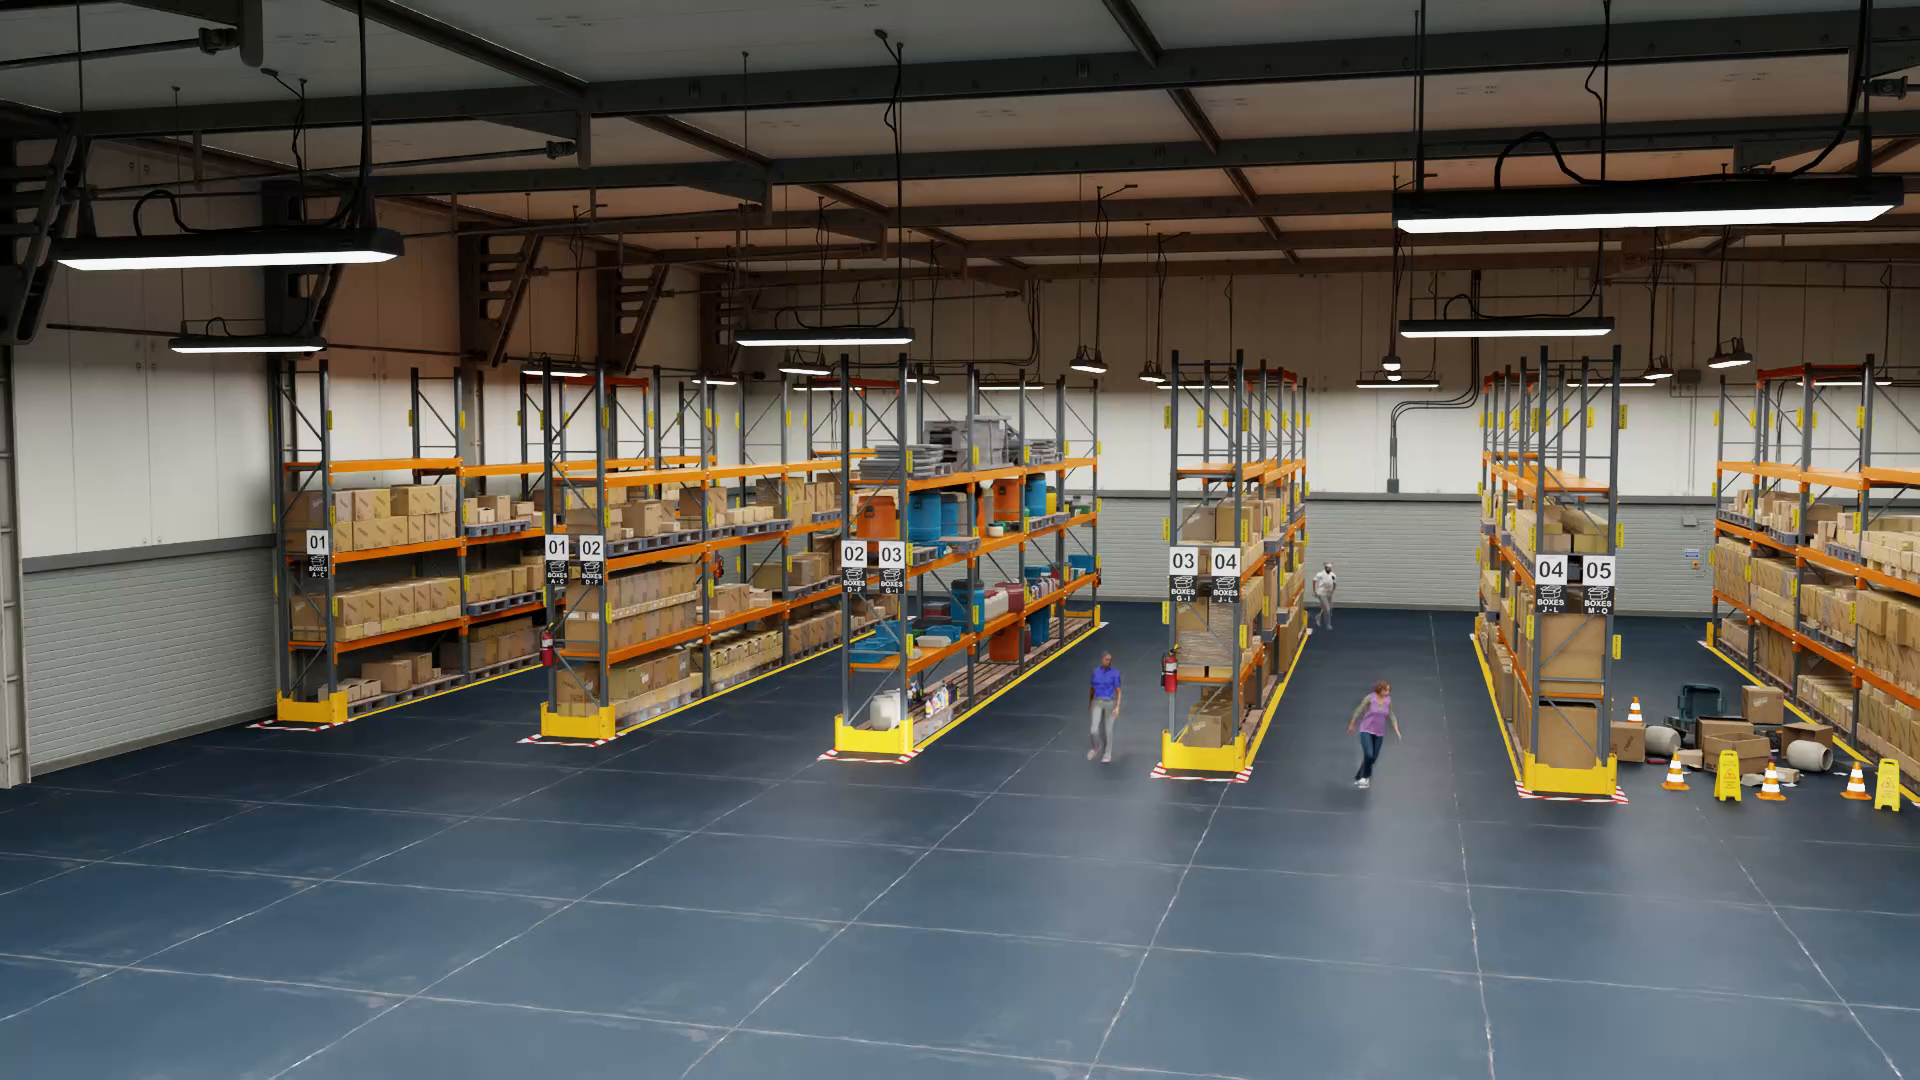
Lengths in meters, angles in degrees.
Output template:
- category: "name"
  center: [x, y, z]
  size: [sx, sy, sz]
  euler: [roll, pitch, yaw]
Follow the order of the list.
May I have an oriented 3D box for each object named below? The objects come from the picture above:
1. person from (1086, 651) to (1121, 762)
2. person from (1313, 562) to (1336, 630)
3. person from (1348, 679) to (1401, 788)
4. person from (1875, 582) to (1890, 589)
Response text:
- category: "person"
  center: [2.098, 2.426, 24.253]
  size: [0.531, 1.638, 0.453]
  euler: [1, 4, 14]
- category: "person"
  center: [8.703, 1.325, 39.956]
  size: [0.535, 1.664, 0.688]
  euler: [-2, 5, -25]
- category: "person"
  center: [5.582, 2.614, 22.424]
  size: [0.543, 1.530, 0.700]
  euler: [-1, 4, -15]
- category: "person"
  center: [19.138, 1.615, 34.403]
  size: [0.670, 1.738, 1.147]
  euler: [-1, 4, -16]
